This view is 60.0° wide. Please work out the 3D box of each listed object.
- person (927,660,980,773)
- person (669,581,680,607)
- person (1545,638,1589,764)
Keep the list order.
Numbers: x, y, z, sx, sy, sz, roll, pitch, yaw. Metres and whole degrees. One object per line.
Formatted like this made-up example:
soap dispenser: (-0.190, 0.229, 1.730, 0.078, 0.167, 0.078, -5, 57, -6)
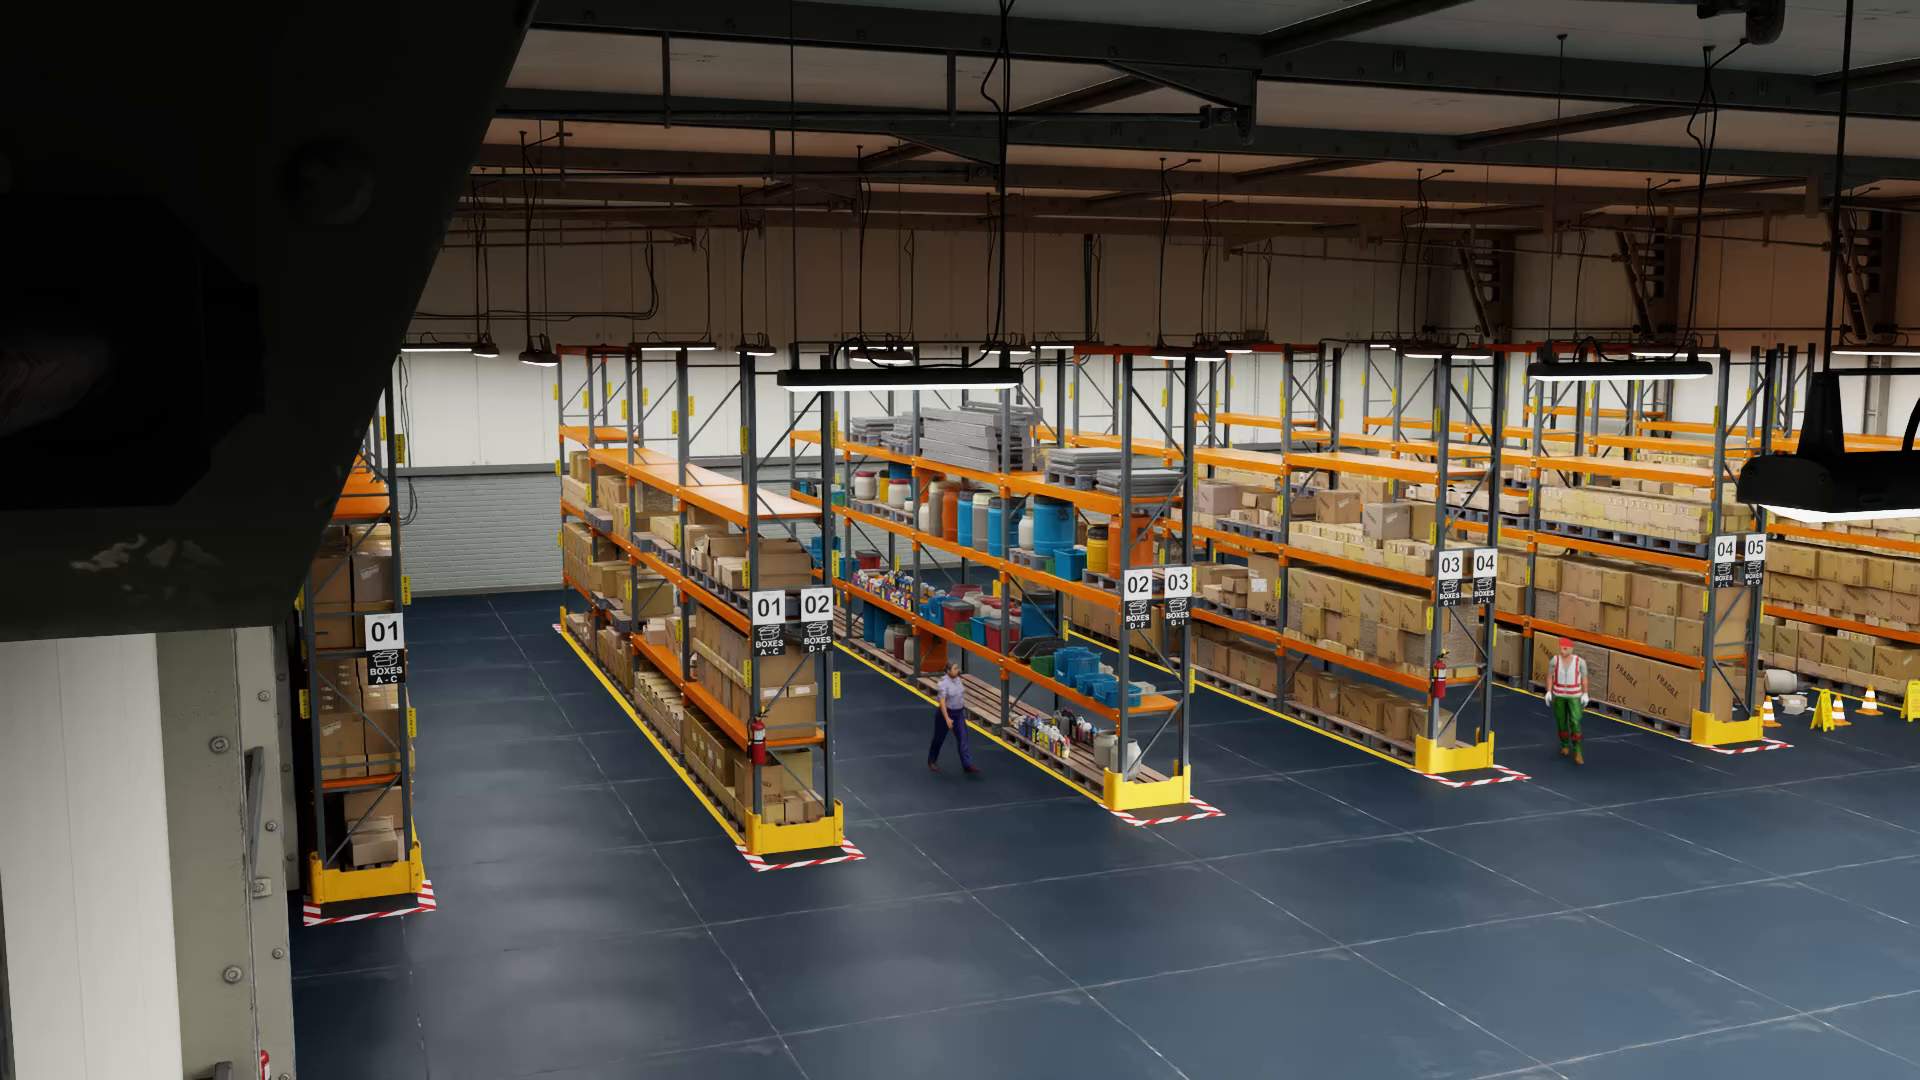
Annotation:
person: (-0.101, 2.526, 23.676, 0.501, 1.586, 0.932, -7, 10, -42)
person: (-6.137, 1.077, 34.862, 0.694, 1.681, 0.655, -2, 7, -14)
person: (8.969, 2.336, 24.551, 0.627, 1.790, 0.673, 4, 8, 30)
